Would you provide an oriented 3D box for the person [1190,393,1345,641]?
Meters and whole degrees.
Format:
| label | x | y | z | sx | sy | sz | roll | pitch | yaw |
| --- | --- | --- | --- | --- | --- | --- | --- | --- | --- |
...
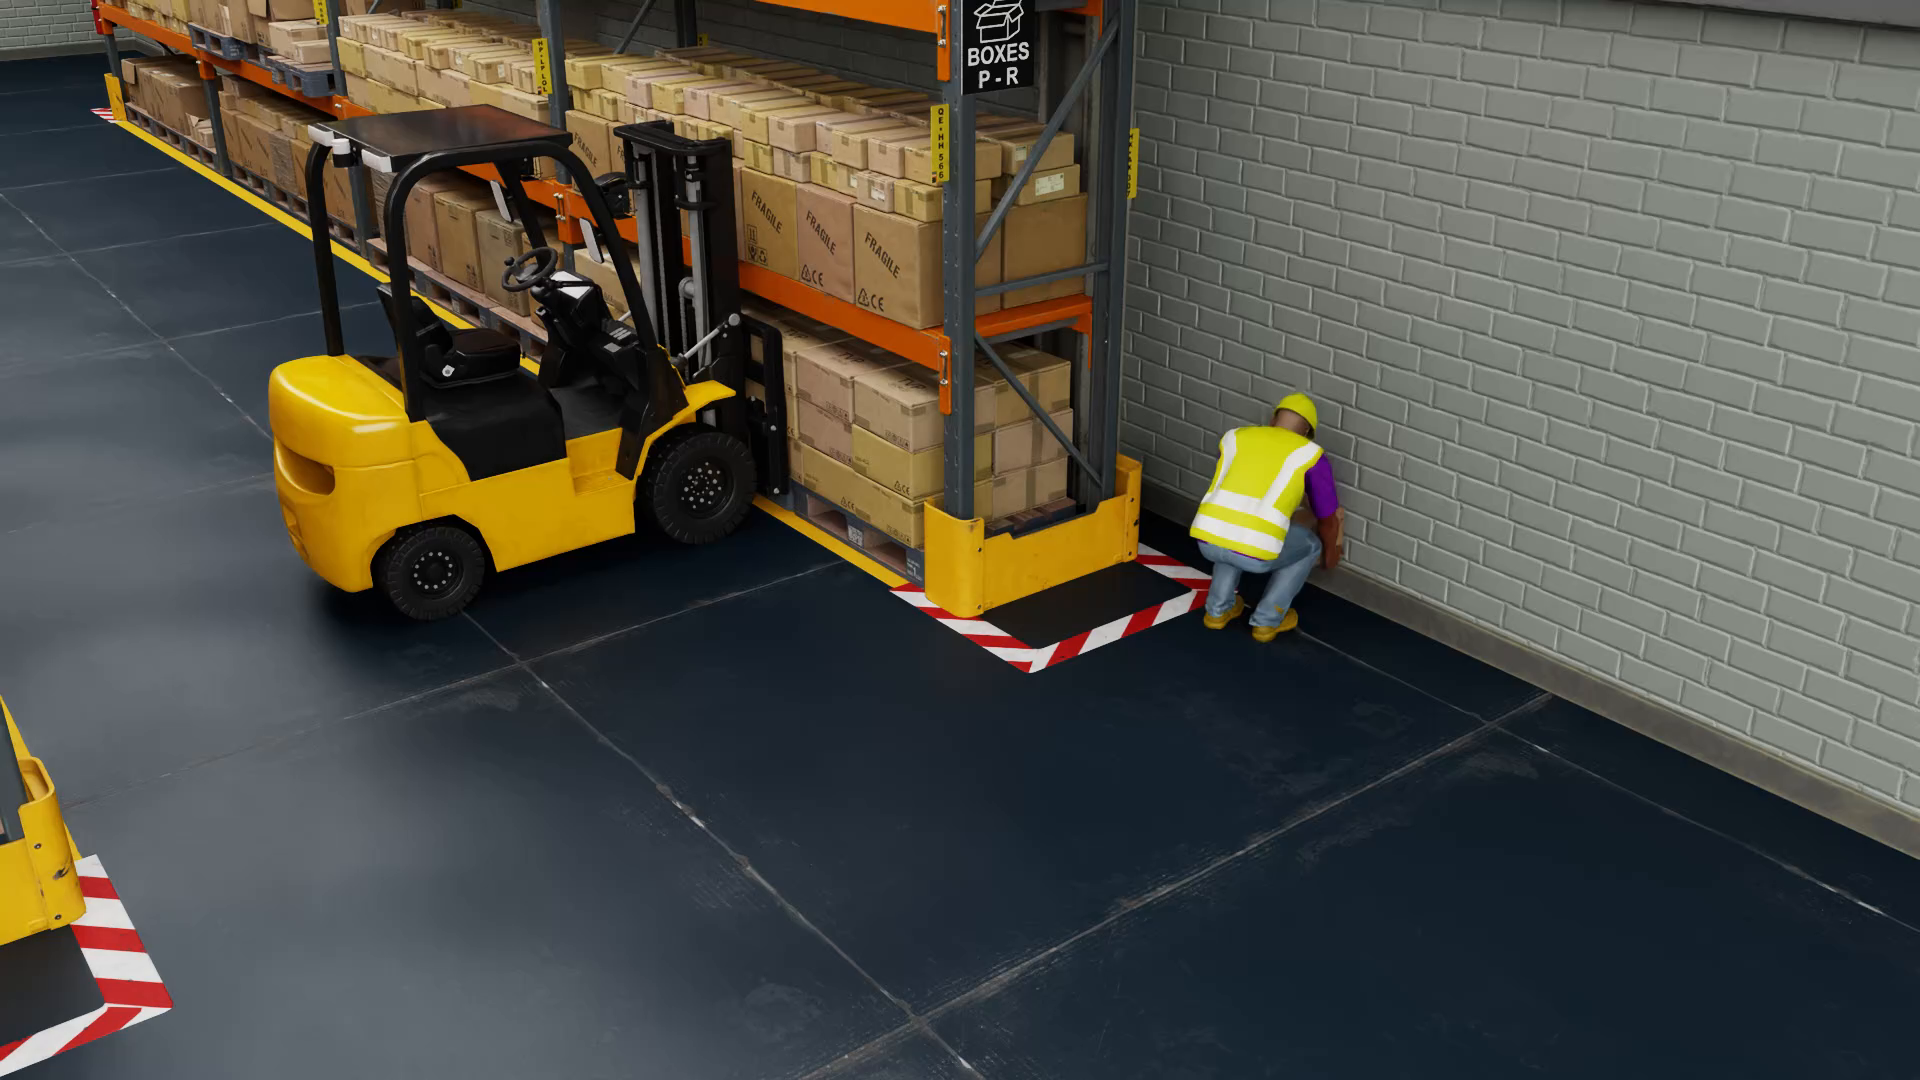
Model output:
| label | x | y | z | sx | sy | sz | roll | pitch | yaw |
| --- | --- | --- | --- | --- | --- | --- | --- | --- | --- |
| person | 1.394 | -0.109 | 7.711 | 0.582 | 1.027 | 0.888 | 20 | 31 | 36 |
